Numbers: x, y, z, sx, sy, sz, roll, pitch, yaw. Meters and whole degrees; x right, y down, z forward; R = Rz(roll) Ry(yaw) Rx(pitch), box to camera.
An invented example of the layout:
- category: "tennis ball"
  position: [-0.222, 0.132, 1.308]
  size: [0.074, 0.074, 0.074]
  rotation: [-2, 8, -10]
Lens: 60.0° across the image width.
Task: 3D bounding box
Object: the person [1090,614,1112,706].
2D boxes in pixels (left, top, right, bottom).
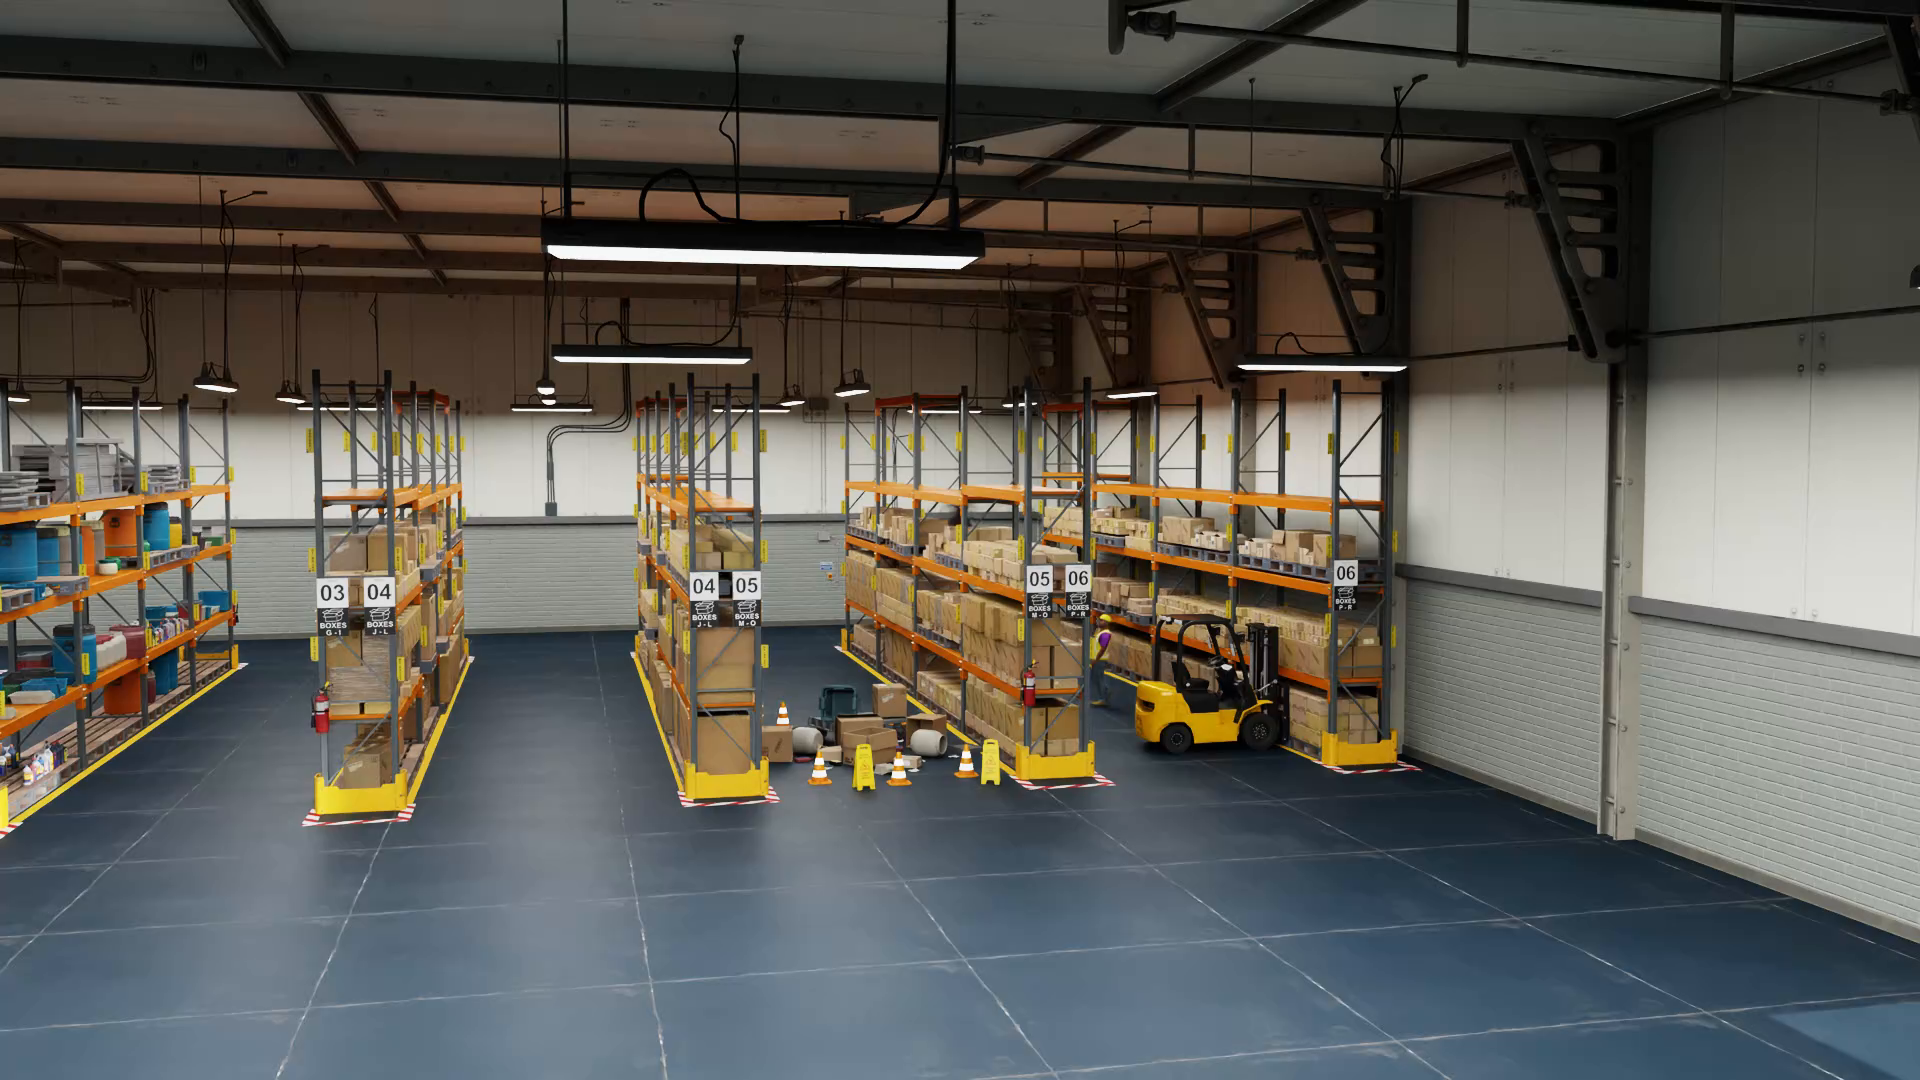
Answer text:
- category: "person"
  position: [2.651, 2.285, 31.660]
  size: [0.523, 1.748, 0.627]
  rotation: [1, 3, 16]
